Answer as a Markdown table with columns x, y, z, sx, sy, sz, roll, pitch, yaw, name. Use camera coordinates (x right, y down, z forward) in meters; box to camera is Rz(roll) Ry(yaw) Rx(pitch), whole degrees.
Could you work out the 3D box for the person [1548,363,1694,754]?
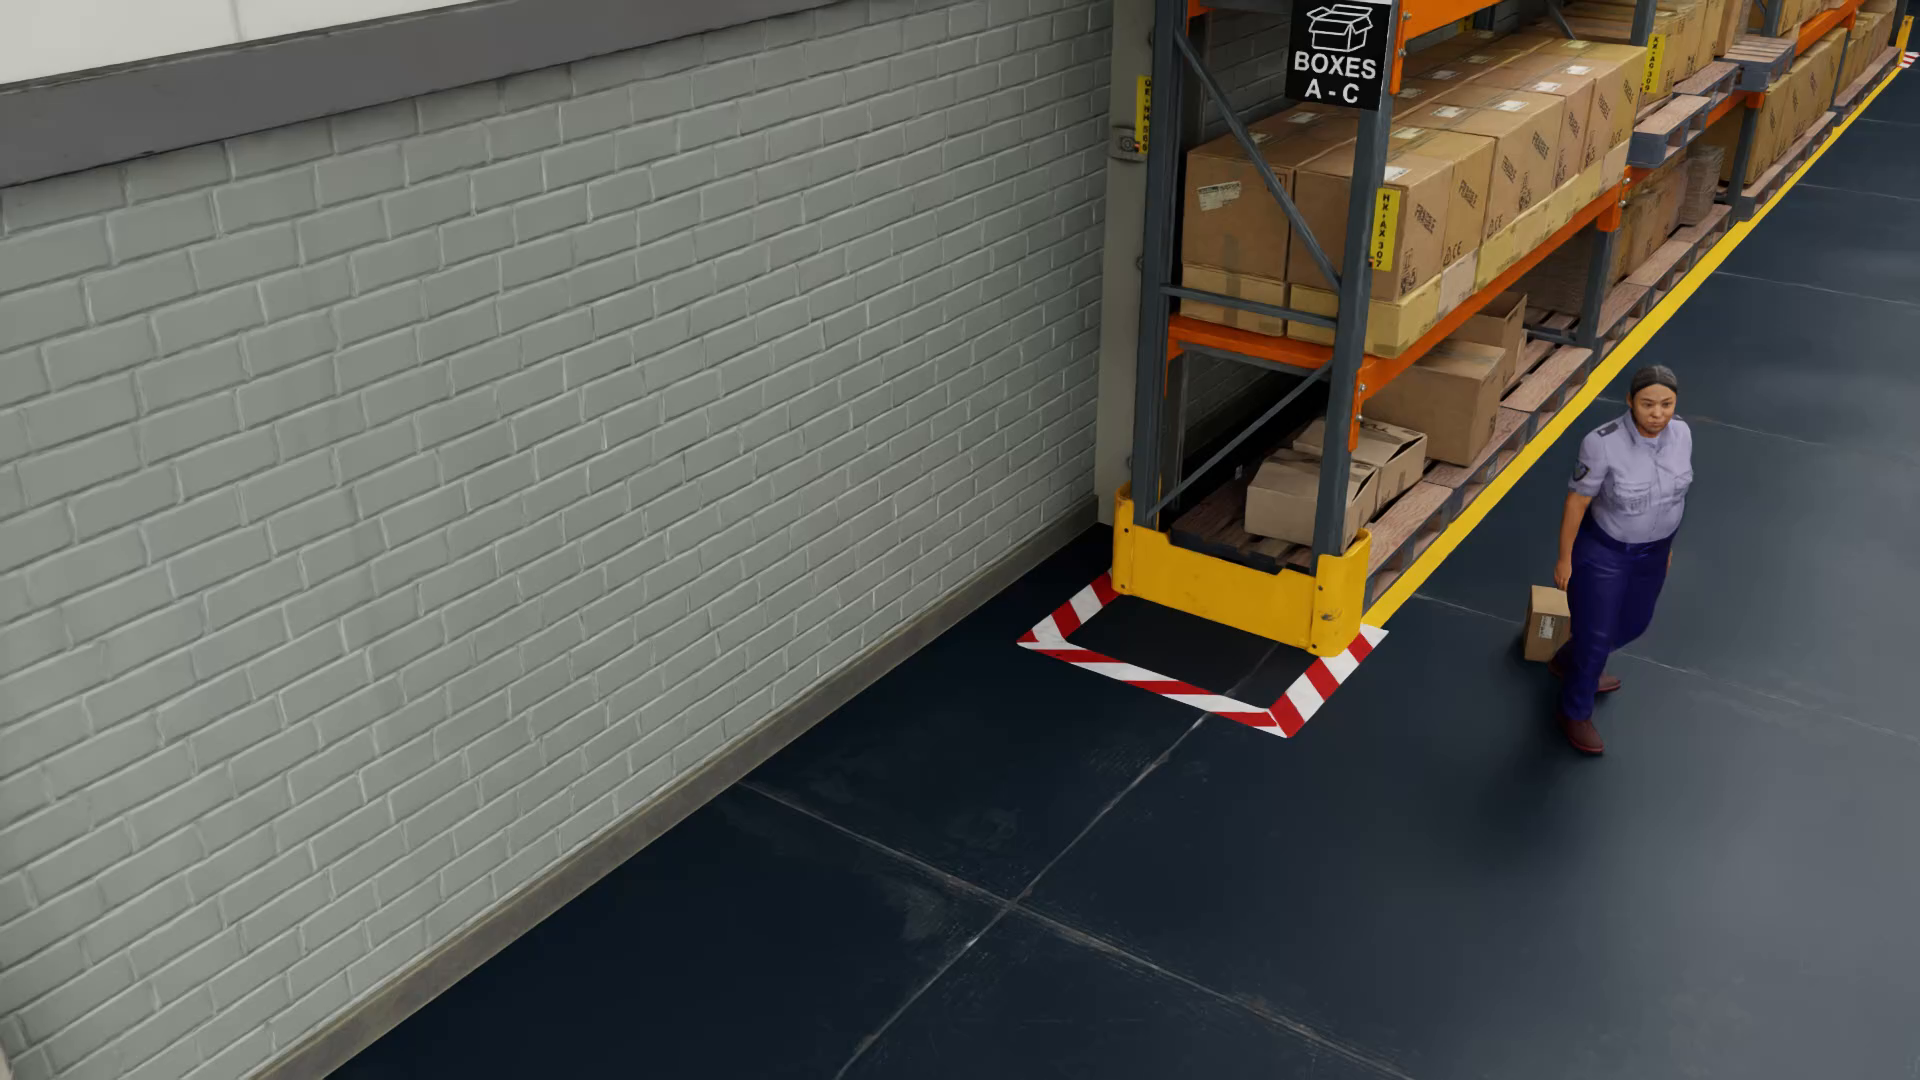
| x | y | z | sx | sy | sz | roll | pitch | yaw | name |
| --- | --- | --- | --- | --- | --- | --- | --- | --- | --- |
| 2.578 | 0.021 | 6.611 | 0.549 | 1.620 | 0.558 | -9 | 28 | -16 | person |
